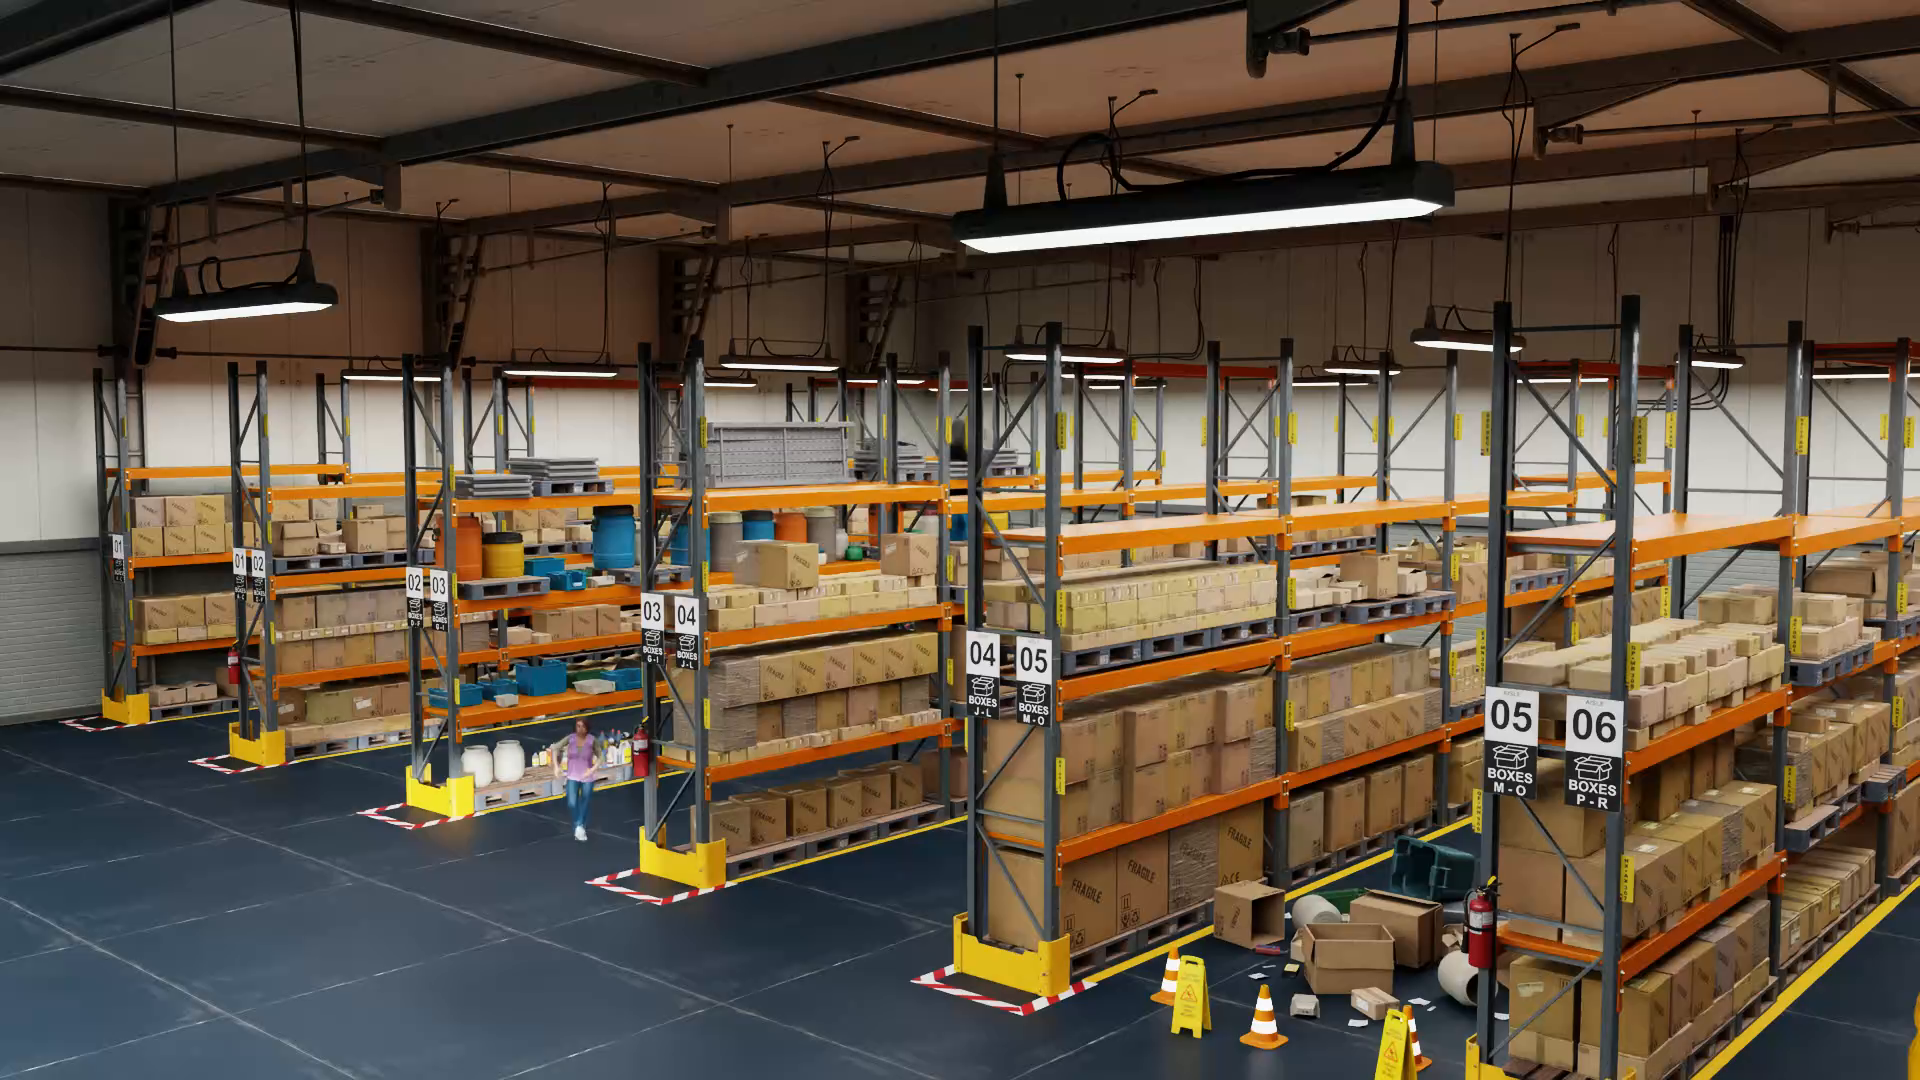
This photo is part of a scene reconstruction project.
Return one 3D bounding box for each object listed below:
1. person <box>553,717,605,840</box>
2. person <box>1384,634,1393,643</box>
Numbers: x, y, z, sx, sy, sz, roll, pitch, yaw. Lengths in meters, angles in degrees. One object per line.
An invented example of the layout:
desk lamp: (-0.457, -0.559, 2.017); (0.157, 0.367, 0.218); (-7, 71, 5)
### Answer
person: (-4.614, 2.897, 20.121); (0.623, 1.554, 0.595); (-1, 4, -9)
person: (6.674, 2.356, 26.402); (0.568, 1.731, 0.809); (-3, 5, -31)
